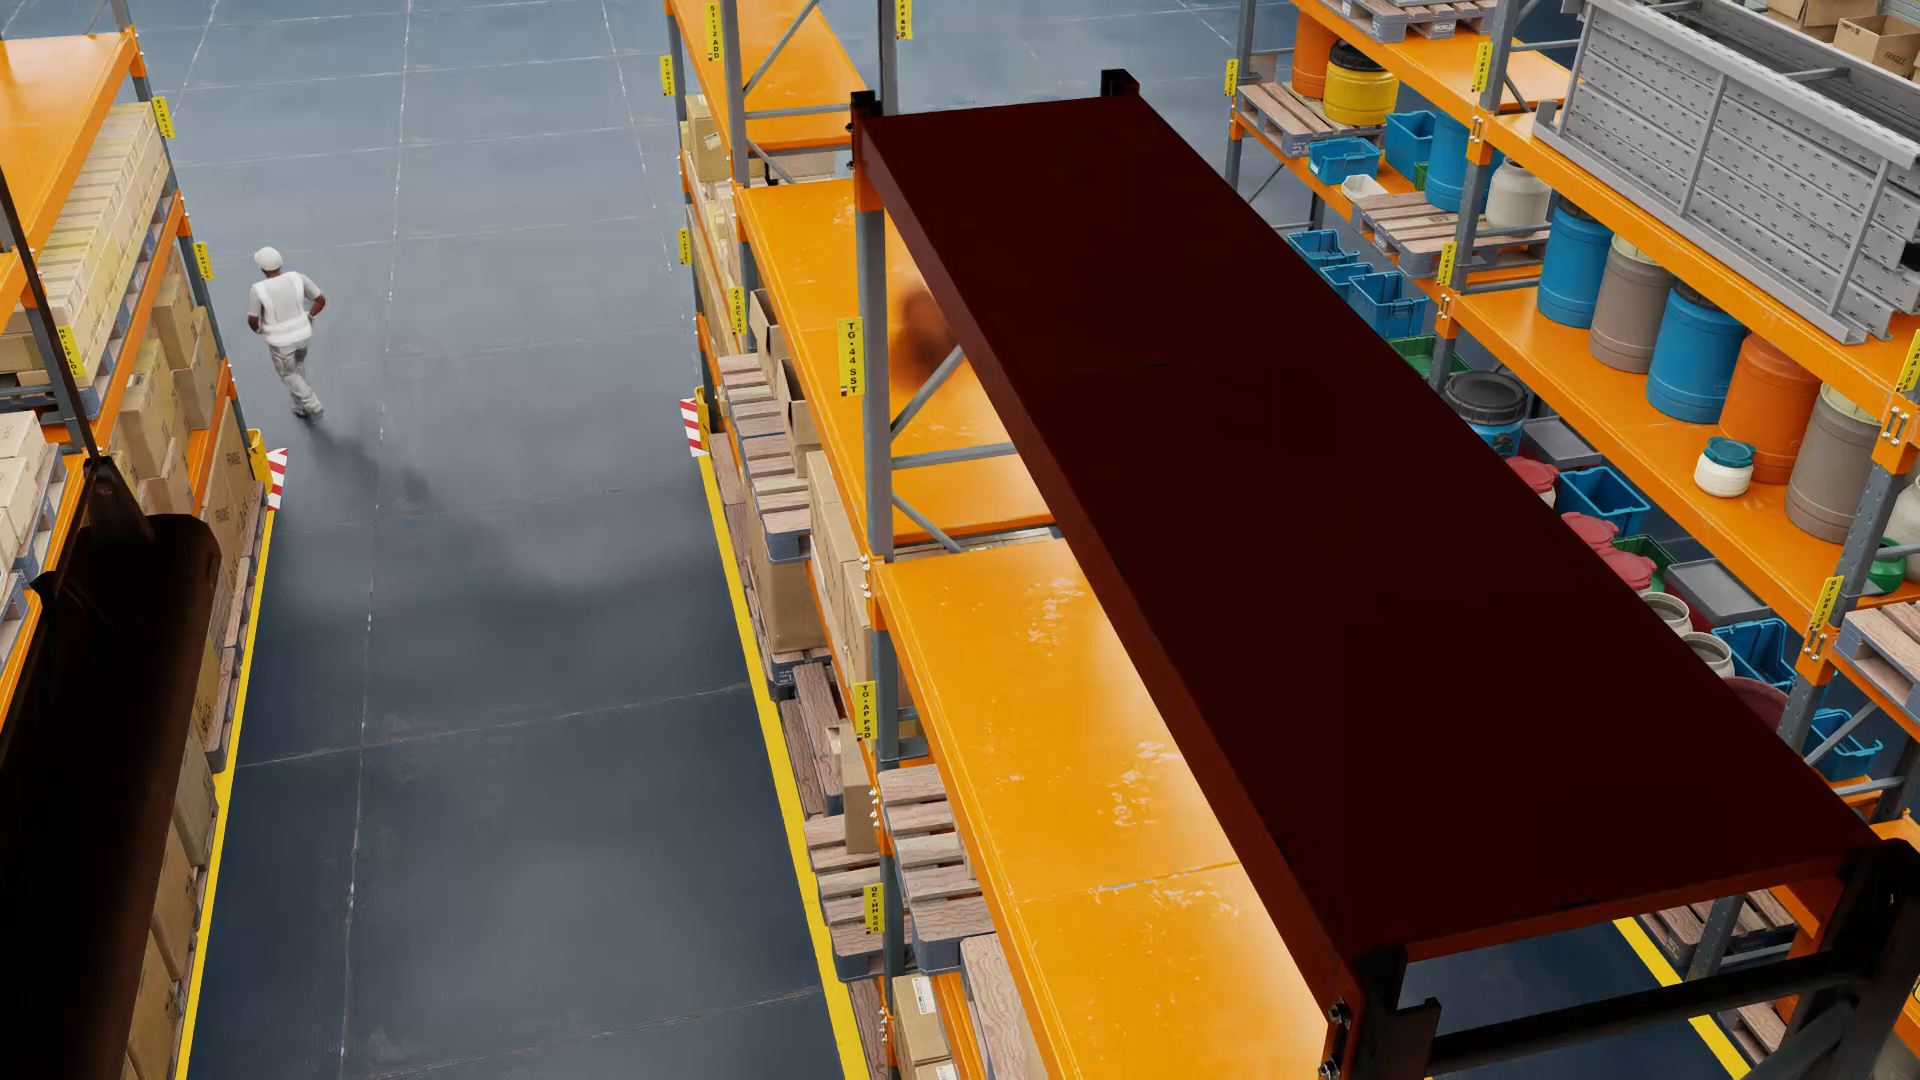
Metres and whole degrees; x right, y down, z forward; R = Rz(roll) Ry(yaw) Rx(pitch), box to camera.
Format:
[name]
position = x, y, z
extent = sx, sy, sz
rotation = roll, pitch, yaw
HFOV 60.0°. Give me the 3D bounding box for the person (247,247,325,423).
[person]
position = -6.119, -1.845, 15.248
extent = 0.814, 1.775, 0.682
rotation = 28, 43, 34
